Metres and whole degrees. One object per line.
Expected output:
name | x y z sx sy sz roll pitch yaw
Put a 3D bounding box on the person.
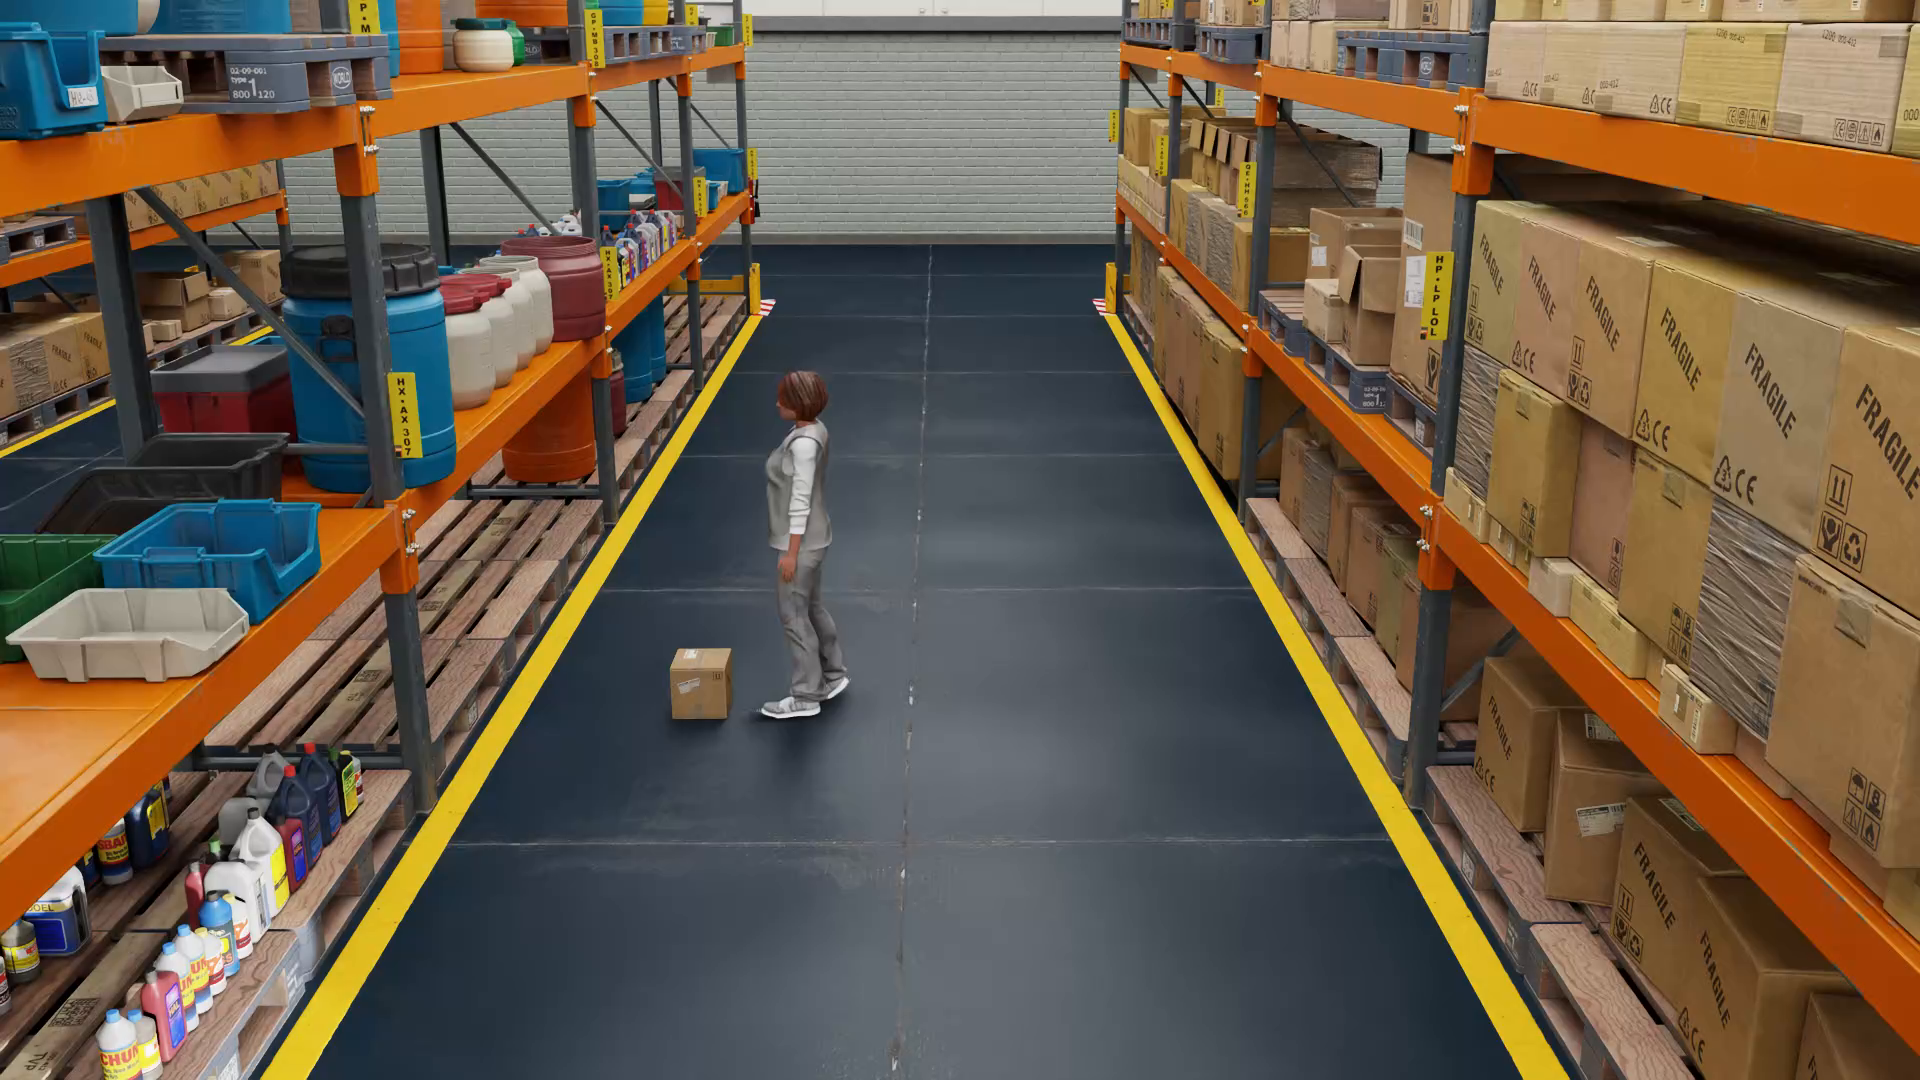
person | -0.719 0.055 7.498 0.387 1.642 0.430 0 17 0
